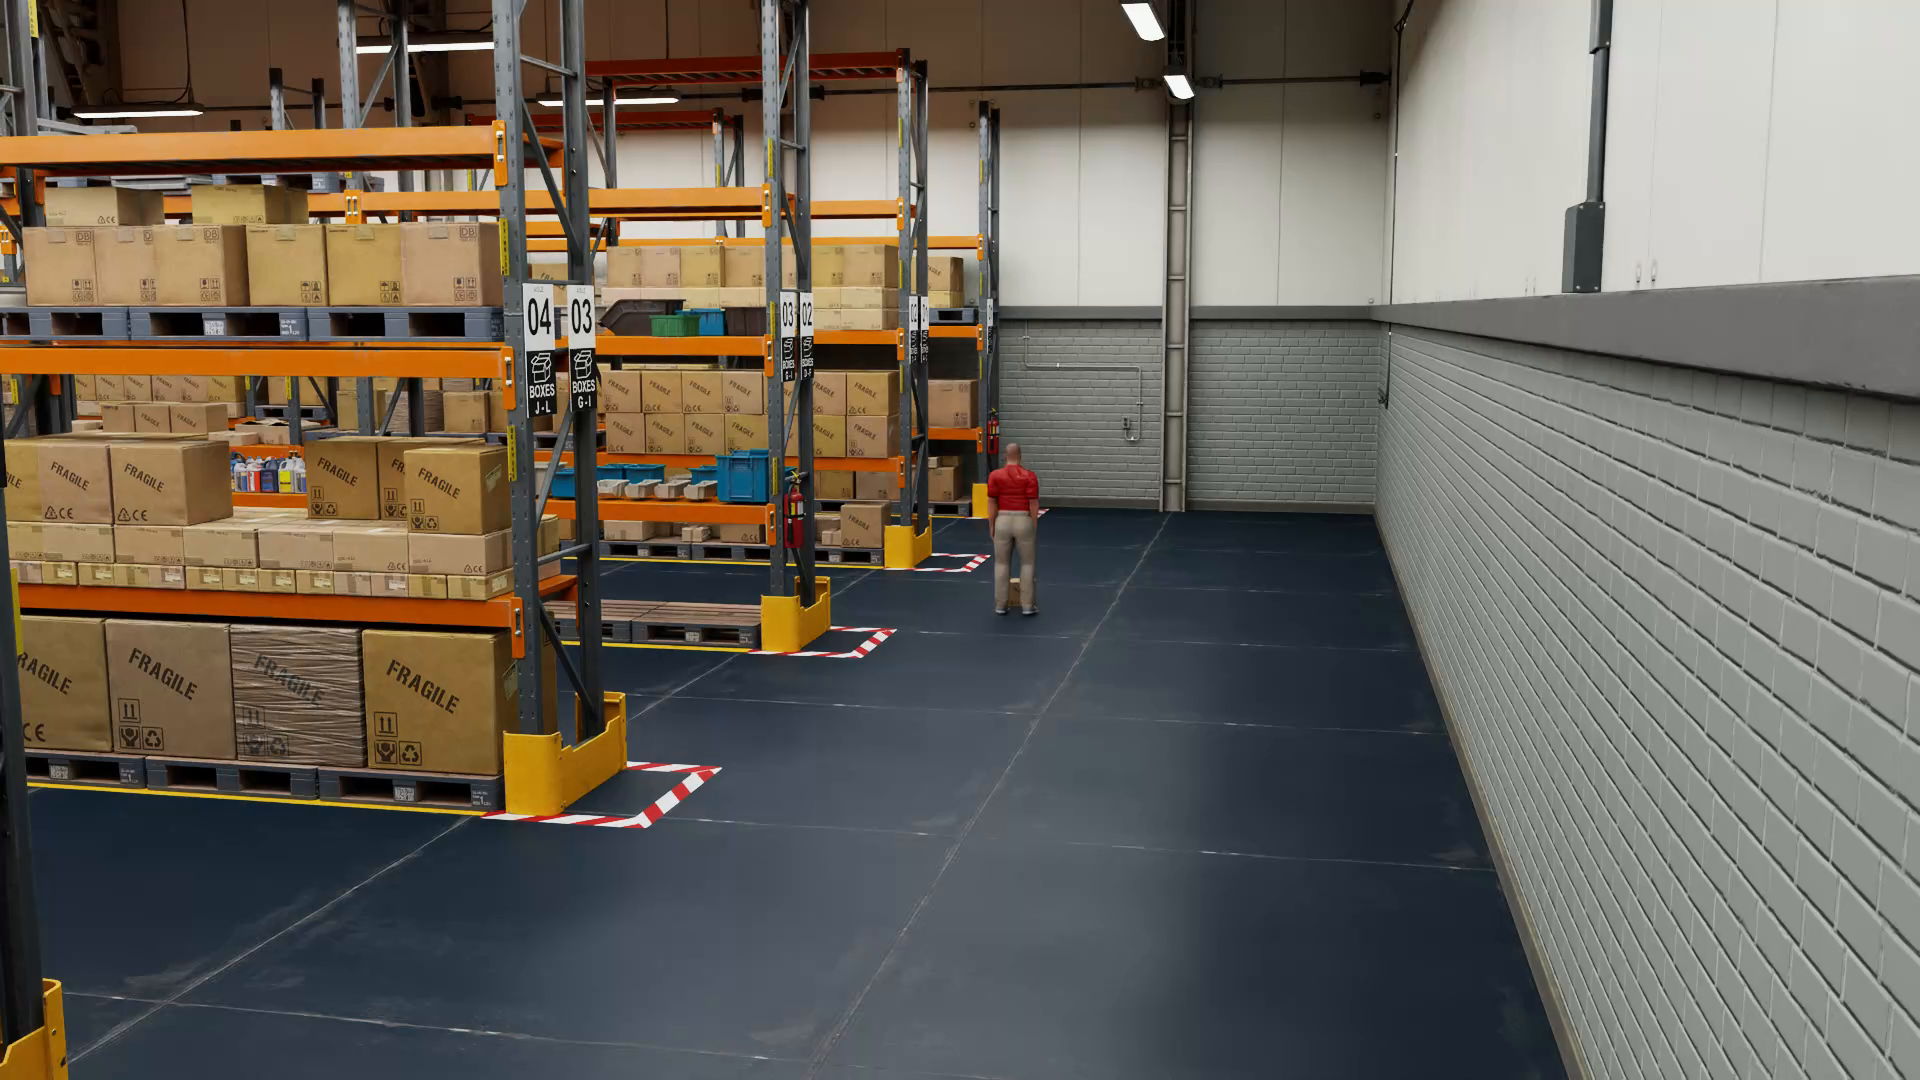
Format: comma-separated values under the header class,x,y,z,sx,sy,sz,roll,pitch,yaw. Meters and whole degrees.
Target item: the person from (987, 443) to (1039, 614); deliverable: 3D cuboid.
class,x,y,z,sx,sy,sz,roll,pitch,yaw
person,0.541,-0.117,16.747,0.527,1.724,0.360,2,8,12
